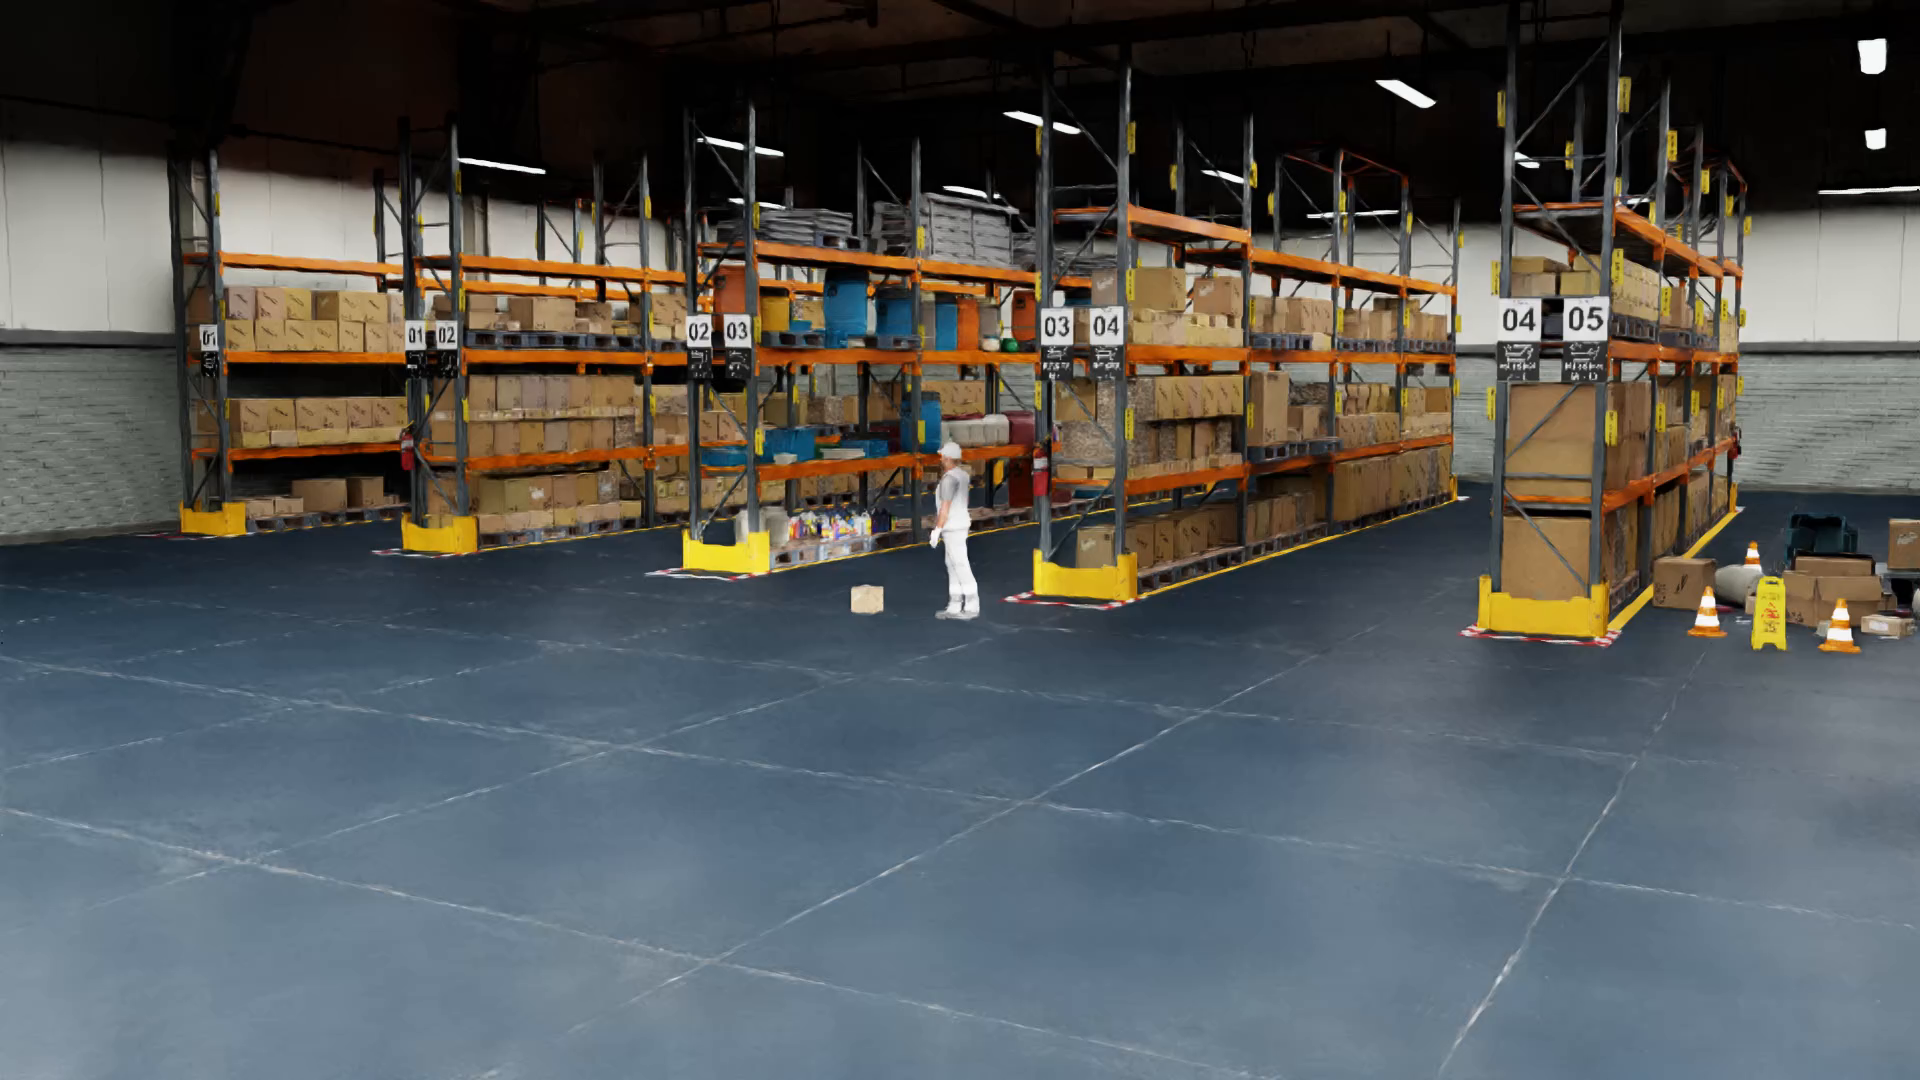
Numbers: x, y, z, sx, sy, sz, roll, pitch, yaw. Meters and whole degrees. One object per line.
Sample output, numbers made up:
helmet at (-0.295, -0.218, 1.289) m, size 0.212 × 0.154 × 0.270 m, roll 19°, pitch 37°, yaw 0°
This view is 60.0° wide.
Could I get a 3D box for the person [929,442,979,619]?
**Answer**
person at (-0.049, -0.091, 16.723) m, size 0.485 × 1.792 × 0.546 m, roll 1°, pitch 6°, yaw 10°
